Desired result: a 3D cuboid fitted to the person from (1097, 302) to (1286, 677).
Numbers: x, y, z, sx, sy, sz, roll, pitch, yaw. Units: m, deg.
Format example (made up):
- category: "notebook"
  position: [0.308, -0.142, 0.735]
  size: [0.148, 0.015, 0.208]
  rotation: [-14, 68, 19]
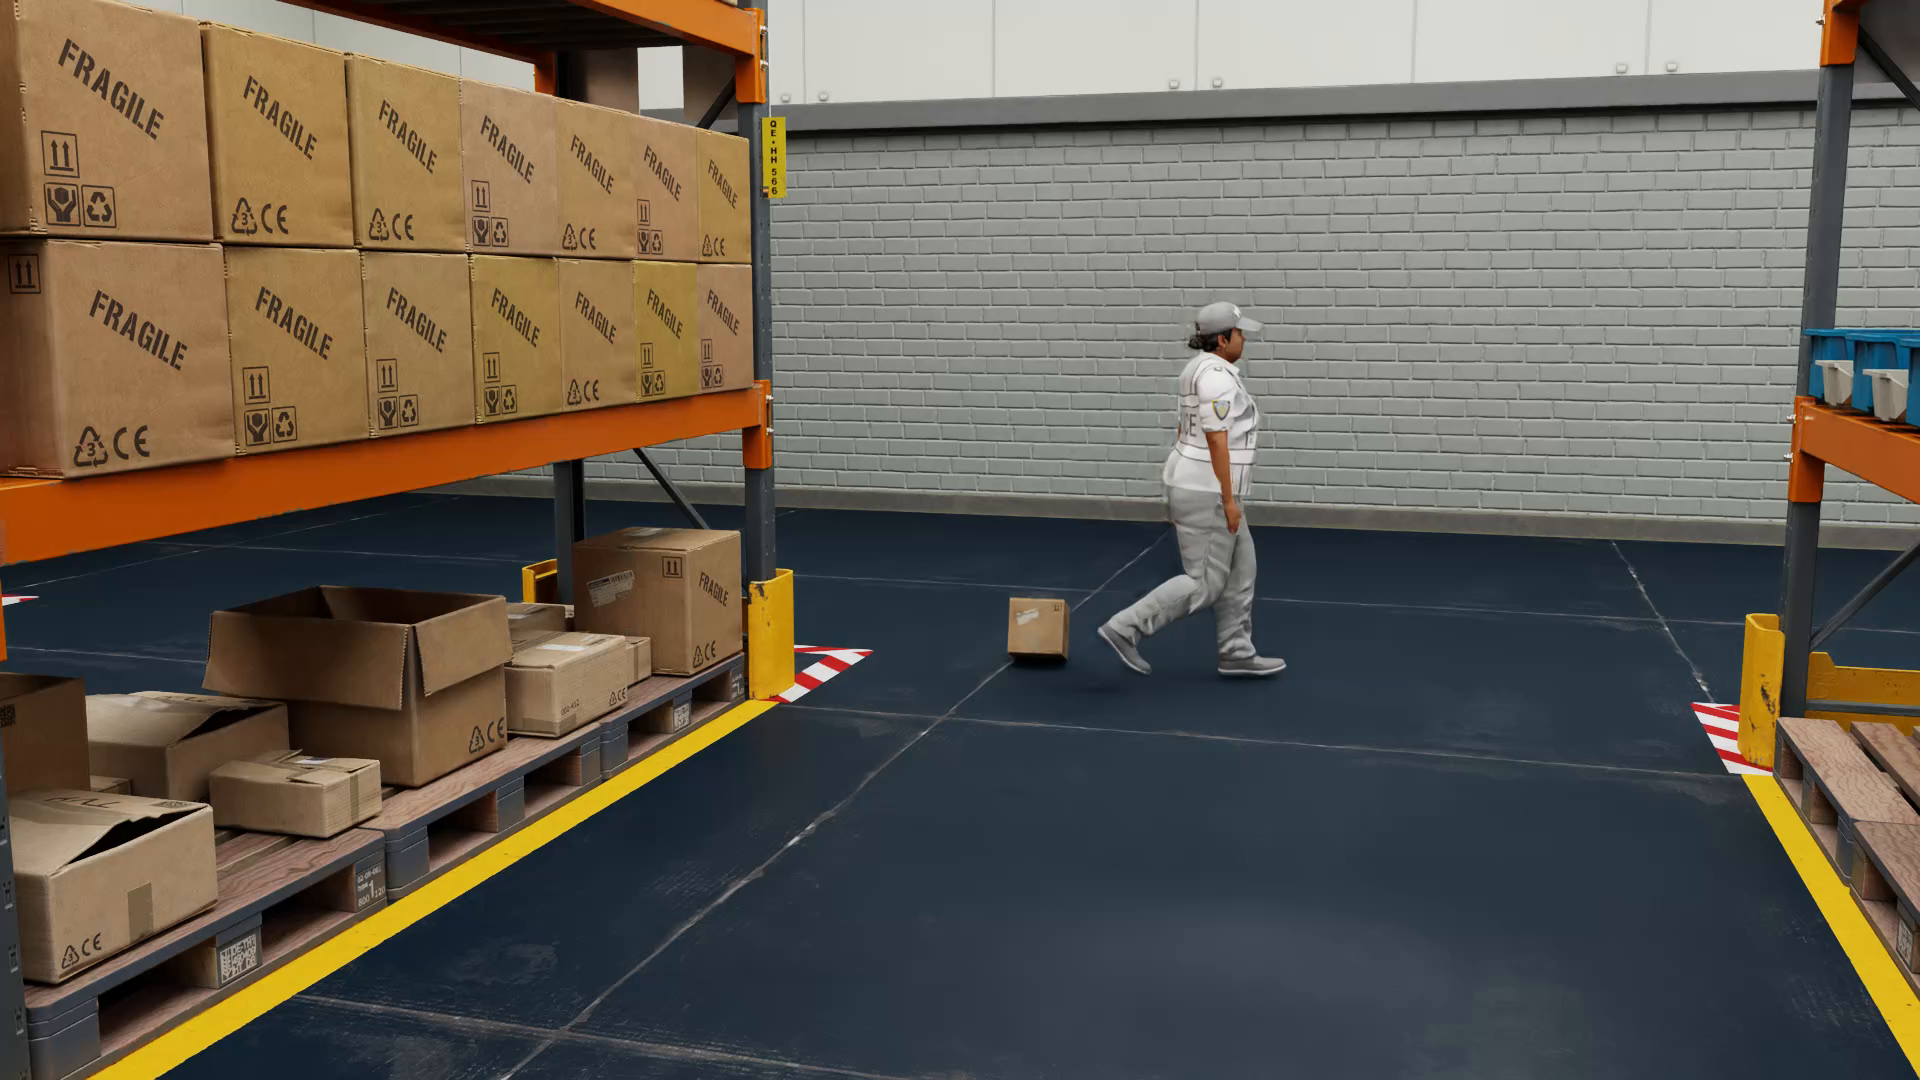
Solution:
- category: "person"
  position: [1.014, -0.203, 7.151]
  size: [0.856, 1.627, 0.477]
  rotation: [0, 8, 0]
